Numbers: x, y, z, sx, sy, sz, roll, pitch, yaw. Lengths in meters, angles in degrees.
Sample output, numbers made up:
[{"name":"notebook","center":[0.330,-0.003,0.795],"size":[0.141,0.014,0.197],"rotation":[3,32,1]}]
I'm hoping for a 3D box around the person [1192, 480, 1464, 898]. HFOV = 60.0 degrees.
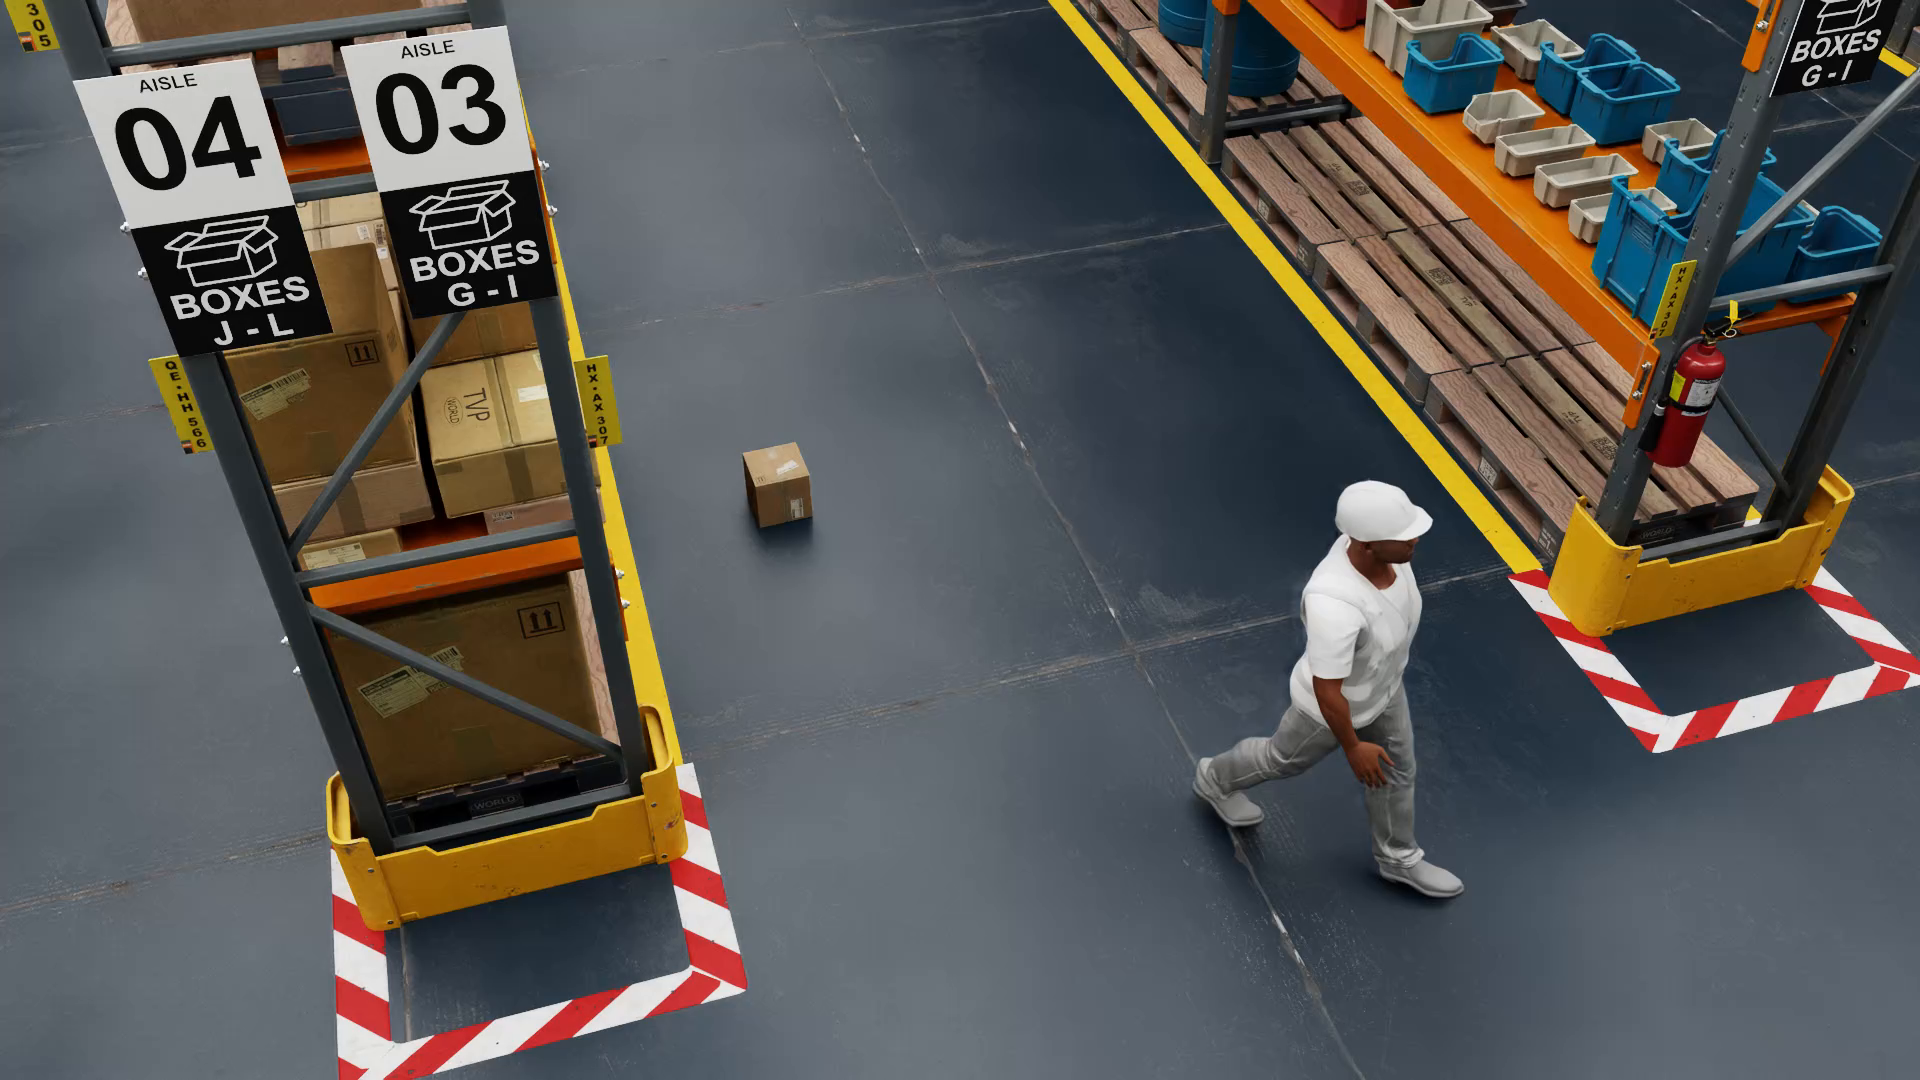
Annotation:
[{"name":"person","center":[1.327,0.512,5.579],"size":[1.024,1.724,0.573],"rotation":[28,49,27]}]
